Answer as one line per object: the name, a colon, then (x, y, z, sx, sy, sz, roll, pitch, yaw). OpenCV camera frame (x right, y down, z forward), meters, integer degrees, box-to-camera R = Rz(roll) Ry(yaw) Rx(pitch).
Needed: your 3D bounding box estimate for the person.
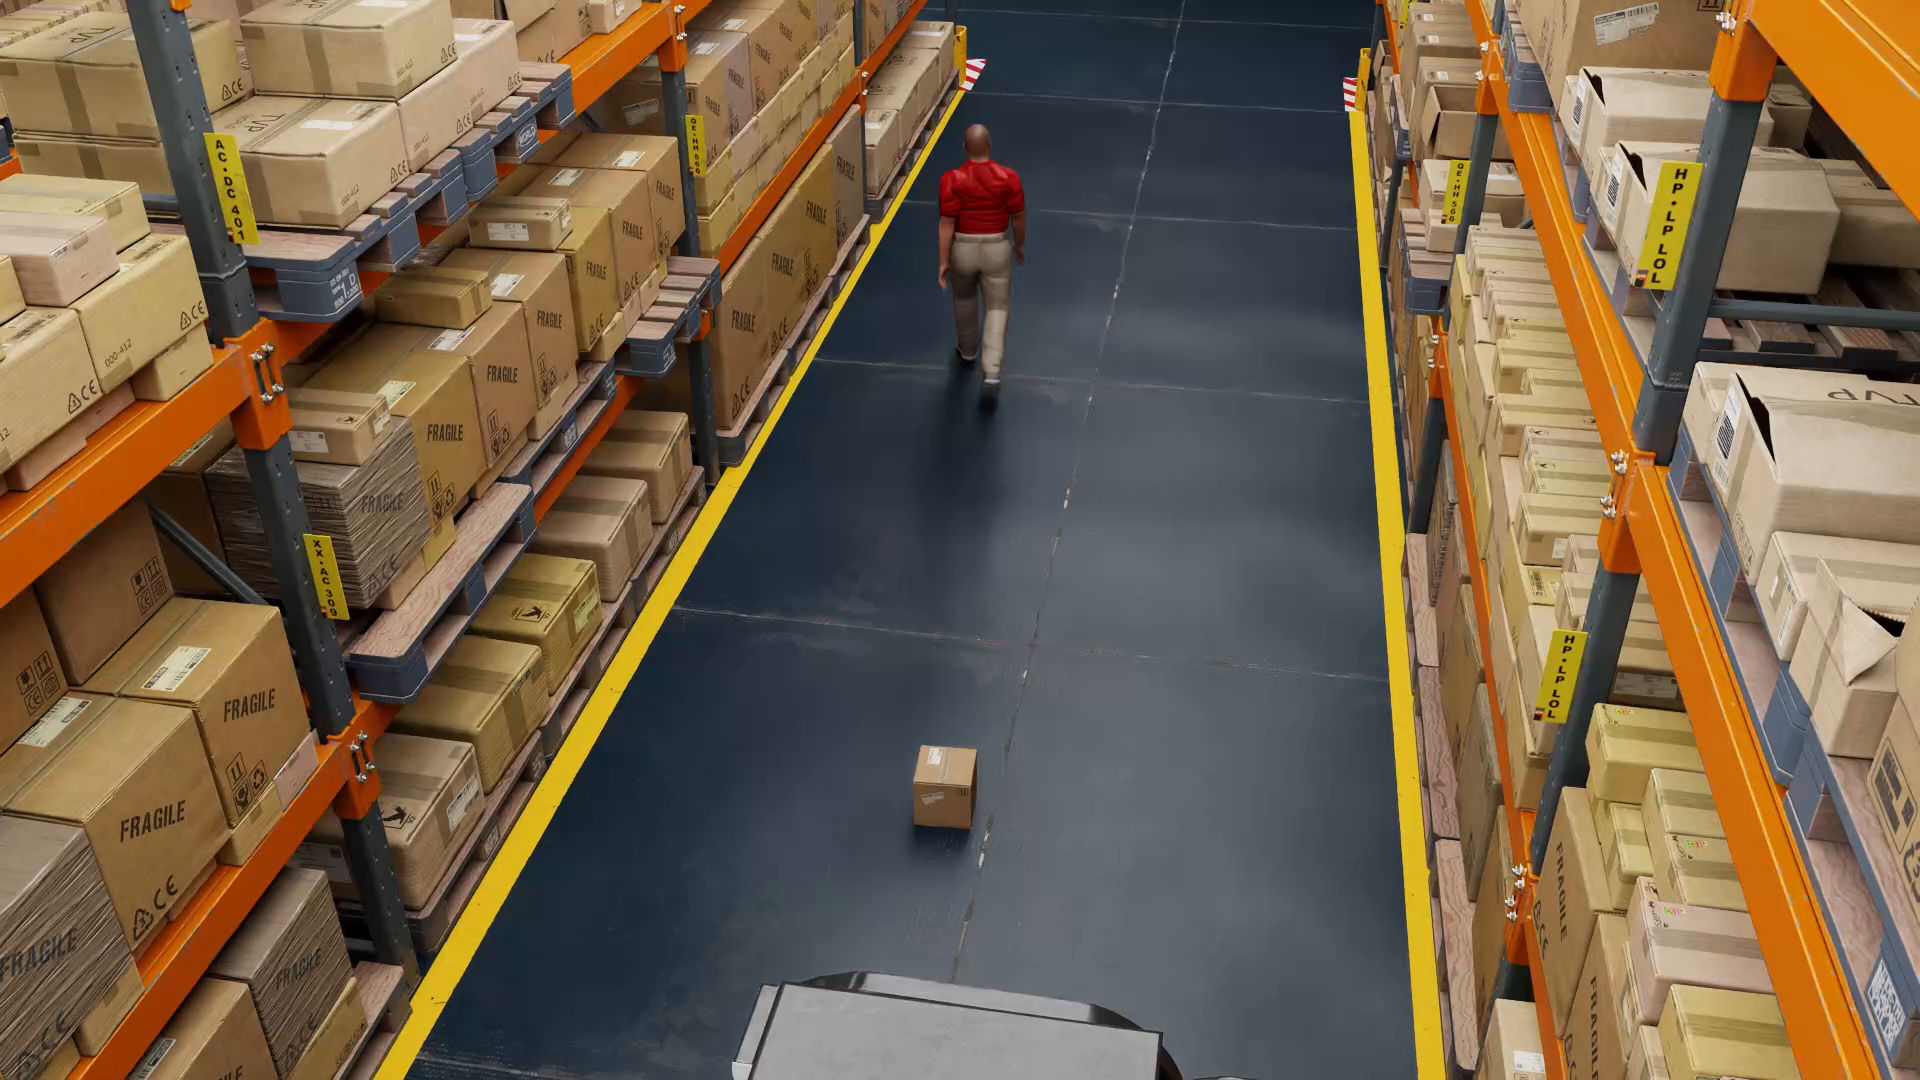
person: (0.141, -1.819, 10.537, 0.552, 1.681, 0.985, 1, 32, 1)
